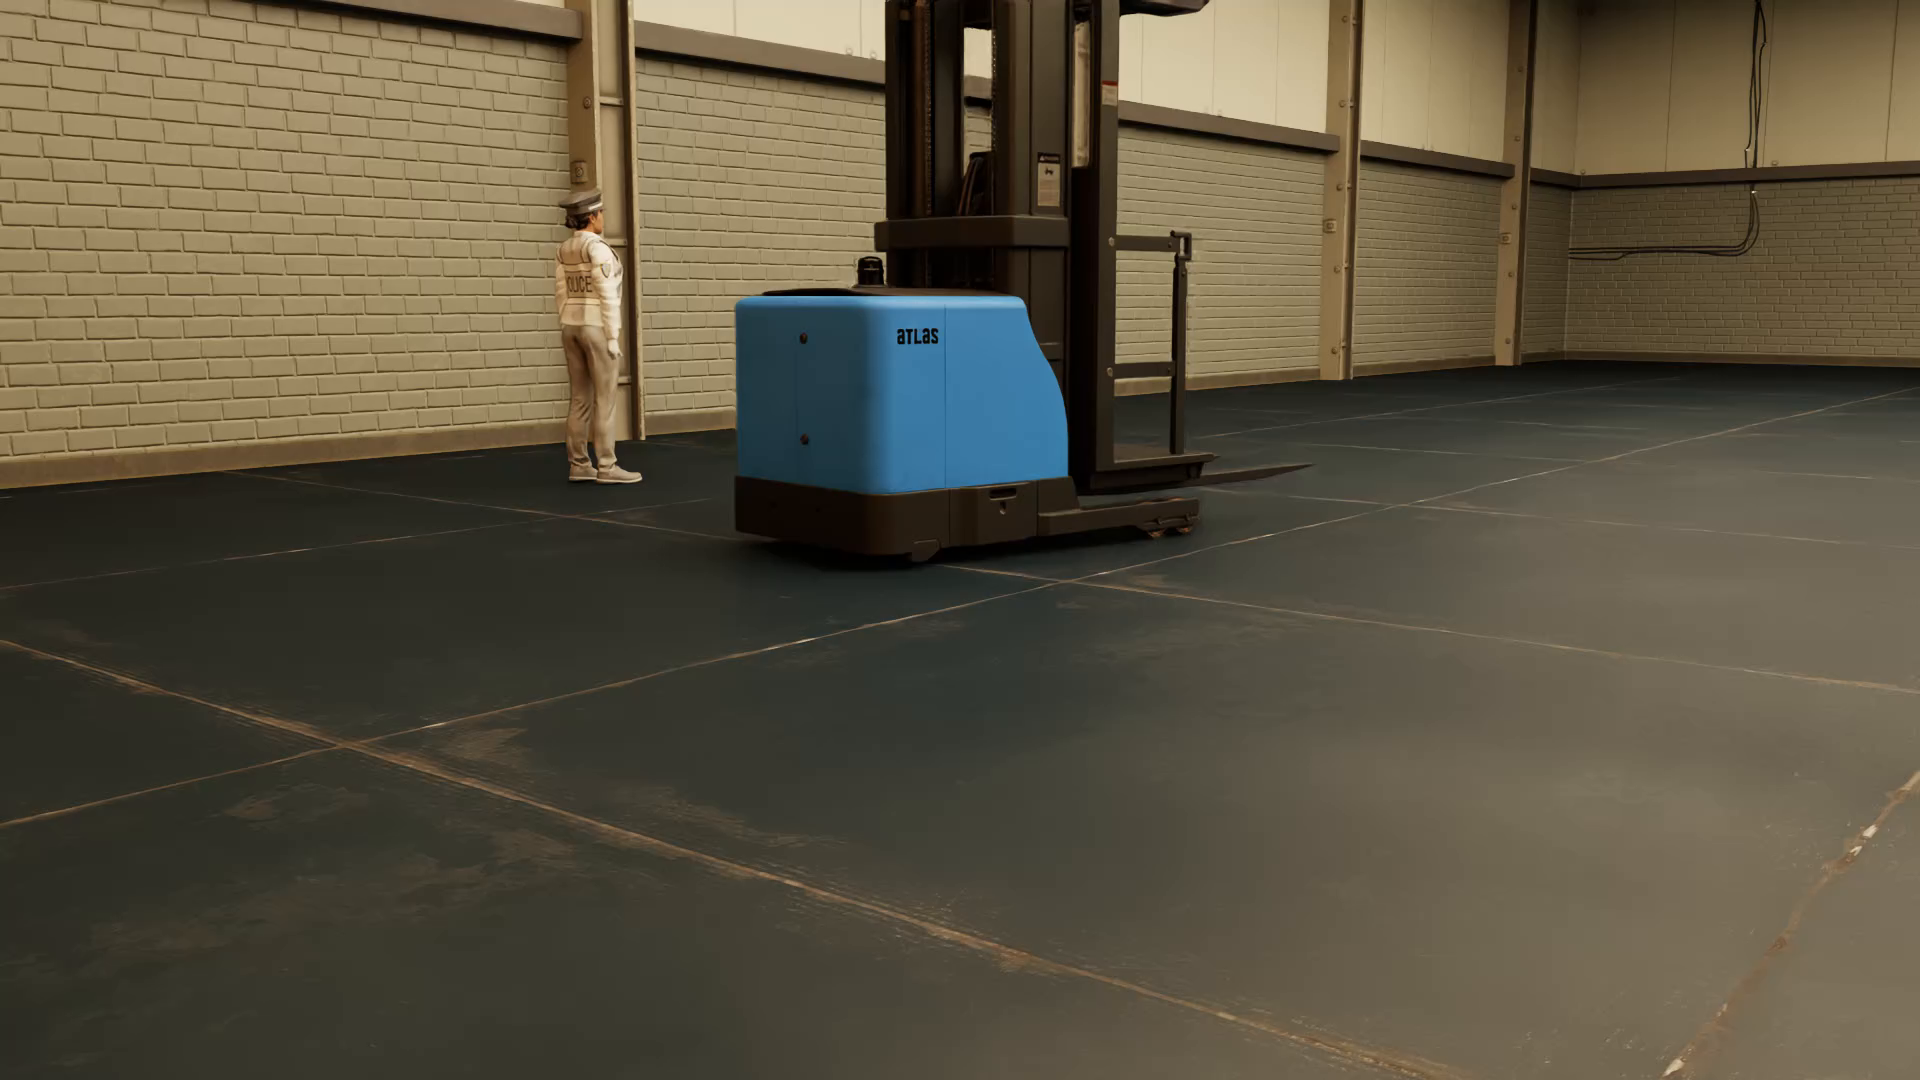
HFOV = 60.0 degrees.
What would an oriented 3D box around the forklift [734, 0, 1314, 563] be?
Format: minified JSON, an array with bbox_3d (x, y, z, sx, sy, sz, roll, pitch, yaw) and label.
[{"bbox_3d":[0.464,-1.513,7.622,3.031,2.935,1.130,-7,11,-41],"label":"forklift"}]

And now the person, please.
[{"bbox_3d":[-2.119,-1.174,9.603,0.463,1.693,0.346,7,11,38],"label":"person"}]
